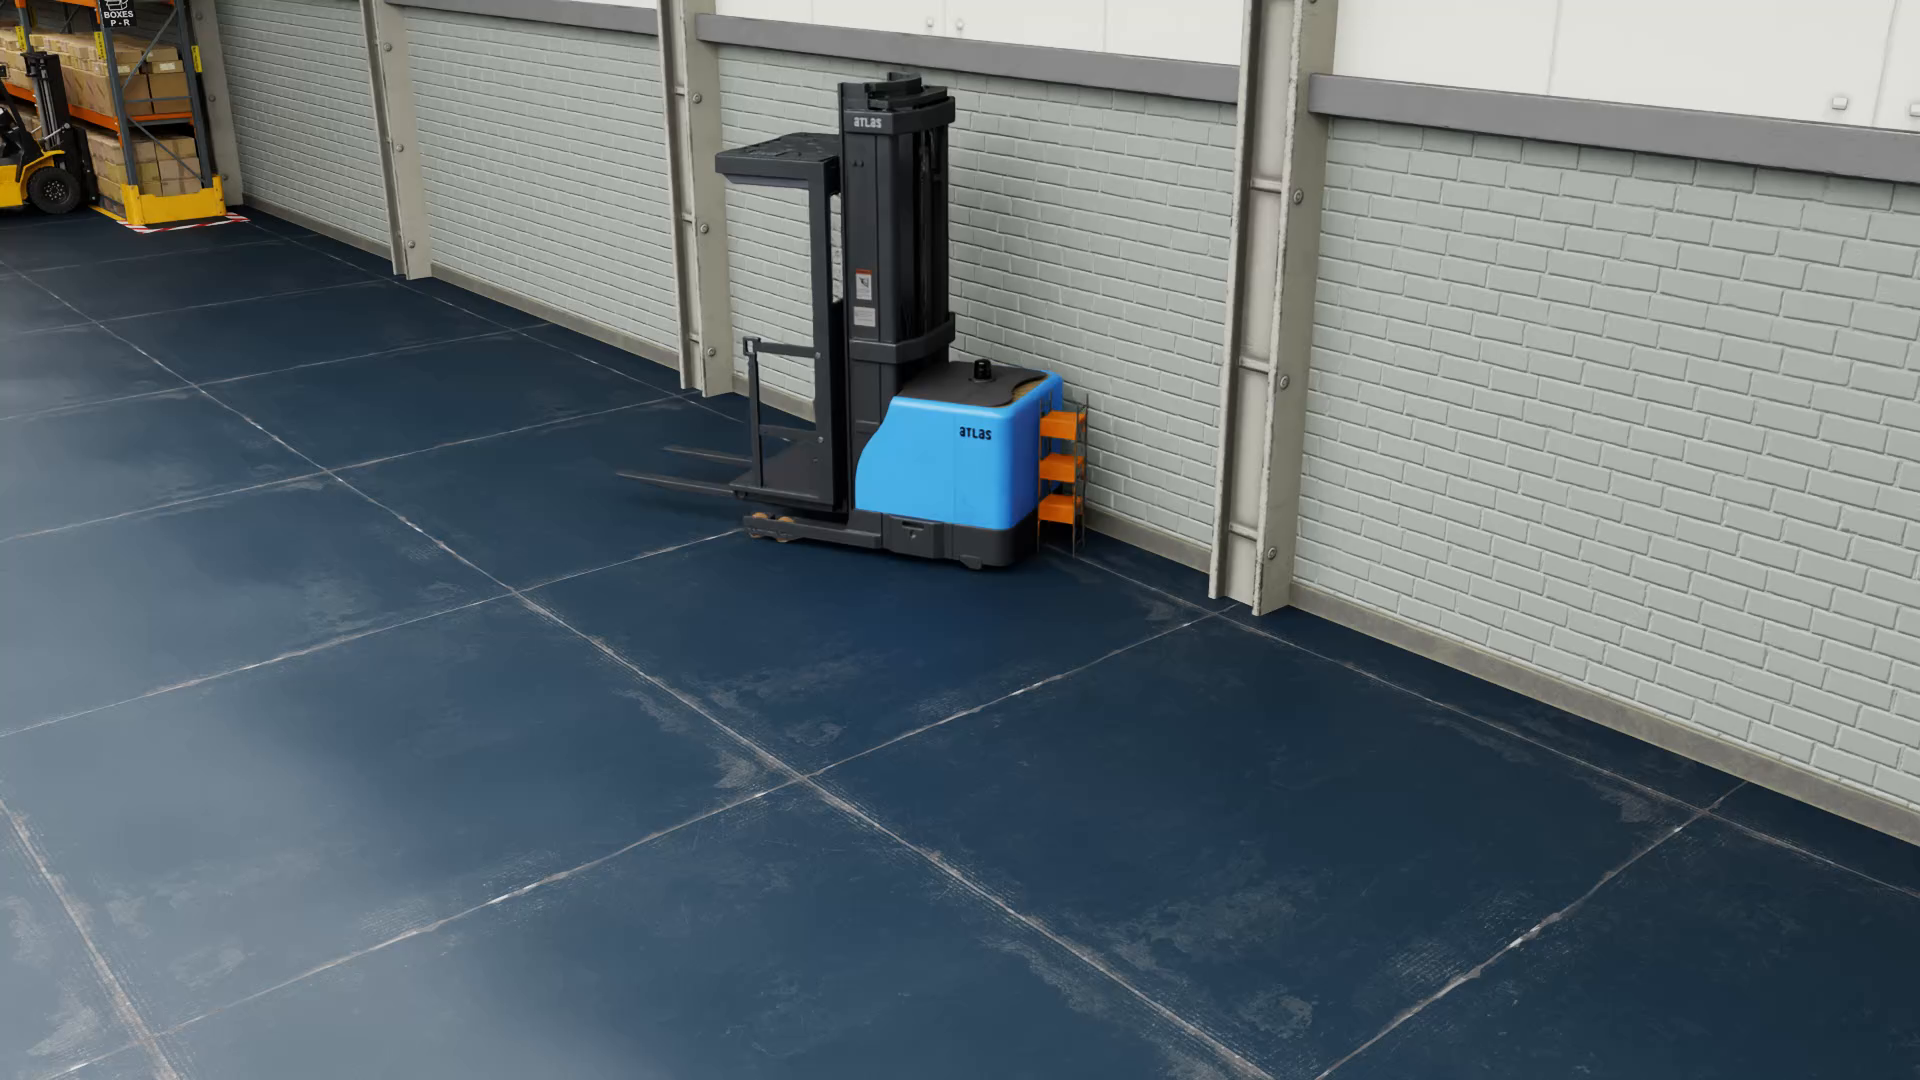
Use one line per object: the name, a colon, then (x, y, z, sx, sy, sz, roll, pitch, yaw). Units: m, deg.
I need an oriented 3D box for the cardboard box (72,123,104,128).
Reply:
cardboard box: (-12.099, -5.601, 22.996, 0.500, 0.250, 0.500, -16, 27, -36)

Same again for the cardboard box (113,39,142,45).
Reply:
cardboard box: (-11.271, -6.667, 22.459, 0.380, 0.149, 0.250, -17, 27, -37)

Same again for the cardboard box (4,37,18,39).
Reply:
cardboard box: (-13.925, -7.373, 24.669, 0.380, 0.149, 0.250, -18, 28, -39)

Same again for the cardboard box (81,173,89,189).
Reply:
cardboard box: (-11.765, -4.990, 22.807, 0.500, 0.250, 0.500, -16, 27, -36)

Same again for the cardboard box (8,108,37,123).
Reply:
cardboard box: (-14.179, -6.362, 25.795, 0.875, 0.625, 0.625, -19, 28, -40)

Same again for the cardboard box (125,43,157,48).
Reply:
cardboard box: (-10.762, -6.455, 21.917, 0.380, 0.149, 0.250, -17, 27, -37)

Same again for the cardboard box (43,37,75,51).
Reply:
cardboard box: (-12.351, -6.821, 22.852, 0.380, 0.149, 0.250, -17, 27, -36)

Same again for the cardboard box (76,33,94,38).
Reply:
cardboard box: (-12.267, -7.099, 23.562, 0.380, 0.149, 0.250, -18, 28, -39)

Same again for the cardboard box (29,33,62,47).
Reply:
cardboard box: (-12.853, -7.036, 23.400, 0.380, 0.149, 0.250, -17, 27, -36)

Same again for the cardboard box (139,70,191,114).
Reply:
cardboard box: (-10.339, -5.852, 21.675, 0.500, 0.500, 0.500, -16, 27, -36)

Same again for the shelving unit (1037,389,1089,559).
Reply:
shelving unit: (0.654, -0.418, 10.613, 0.252, 1.050, 0.215, 9, 23, 22)

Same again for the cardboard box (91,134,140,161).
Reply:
cardboard box: (-11.100, -5.176, 21.909, 0.500, 0.250, 0.500, -17, 27, -36)

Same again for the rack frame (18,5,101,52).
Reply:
rack frame: (-12.837, -6.707, 23.996, 1.000, 3.000, 0.127, -17, 27, -37)

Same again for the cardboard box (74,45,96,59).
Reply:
cardboard box: (-11.355, -6.397, 21.769, 0.380, 0.149, 0.250, -17, 27, -36)

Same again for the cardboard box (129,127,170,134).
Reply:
cardboard box: (-11.043, -5.439, 22.581, 0.500, 0.250, 0.500, -18, 27, -38)

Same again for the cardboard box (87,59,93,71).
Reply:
cardboard box: (-11.130, -6.201, 21.676, 0.380, 0.149, 0.250, -18, 27, -38)

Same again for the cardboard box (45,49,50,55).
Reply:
cardboard box: (-12.362, -6.683, 22.907, 0.380, 0.149, 0.250, -17, 27, -36)

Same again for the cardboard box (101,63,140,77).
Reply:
cardboard box: (-10.664, -5.980, 21.112, 0.380, 0.149, 0.250, -17, 27, -37)

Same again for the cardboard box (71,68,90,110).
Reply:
cardboard box: (-11.412, -6.009, 22.077, 0.500, 0.500, 0.500, -18, 28, -38)

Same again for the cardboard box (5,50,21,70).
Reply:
cardboard box: (-13.692, -7.086, 24.482, 0.500, 0.250, 0.500, -18, 28, -39)

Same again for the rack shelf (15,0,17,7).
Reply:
rack shelf: (-14.142, -8.322, 24.991, 1.077, 0.370, 4.000, -17, 27, -37)

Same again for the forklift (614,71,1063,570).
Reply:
forklift: (-0.882, -1.513, 10.828, 3.031, 2.935, 1.130, 9, 23, 22)

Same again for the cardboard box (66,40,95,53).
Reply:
cardboard box: (-11.776, -6.634, 22.375, 0.380, 0.149, 0.250, -17, 27, -37)

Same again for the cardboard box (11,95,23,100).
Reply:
cardboard box: (-15.552, -7.365, 27.636, 0.380, 0.149, 0.250, -16, 26, -35)

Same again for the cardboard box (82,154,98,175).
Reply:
cardboard box: (-11.452, -5.089, 22.373, 0.500, 0.250, 0.500, -18, 28, -39)

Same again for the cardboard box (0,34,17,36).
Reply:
cardboard box: (-14.369, -7.600, 25.249, 0.380, 0.149, 0.250, -17, 27, -37)

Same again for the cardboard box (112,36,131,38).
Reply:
cardboard box: (-11.719, -6.898, 23.049, 0.380, 0.149, 0.250, -18, 28, -38)

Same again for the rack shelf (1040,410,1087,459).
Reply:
rack shelf: (0.654, -0.673, 10.513, 0.240, 0.259, 0.215, 9, 23, 22)

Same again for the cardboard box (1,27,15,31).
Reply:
cardboard box: (-15.082, -8.119, 26.575, 0.380, 0.149, 0.250, -16, 27, -36)

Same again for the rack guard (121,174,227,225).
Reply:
rack guard: (-10.210, -4.432, 21.614, 1.175, 0.500, 0.348, -17, 27, -37)

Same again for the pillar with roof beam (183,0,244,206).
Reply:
pillar with roof beam: (-13.259, -7.778, 18.503, 9.100, 9.000, 0.400, -17, 27, -37)

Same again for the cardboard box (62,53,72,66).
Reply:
cardboard box: (-11.834, -6.473, 22.372, 0.380, 0.149, 0.250, -18, 28, -38)

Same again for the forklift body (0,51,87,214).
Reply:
forklift body: (-12.845, -5.297, 21.558, 2.313, 2.155, 1.214, -17, 27, -37)

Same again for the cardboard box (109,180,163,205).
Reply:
cardboard box: (-10.772, -4.572, 21.739, 0.500, 0.250, 0.500, -17, 27, -37)

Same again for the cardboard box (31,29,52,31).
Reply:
cardboard box: (-14.491, -7.936, 26.108, 0.380, 0.149, 0.250, -18, 28, -38)

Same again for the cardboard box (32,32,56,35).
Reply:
cardboard box: (-14.065, -7.700, 25.504, 0.380, 0.149, 0.250, -16, 27, -36)

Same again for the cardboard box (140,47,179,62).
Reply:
cardboard box: (-10.283, -6.233, 21.351, 0.380, 0.149, 0.250, -18, 28, -38)

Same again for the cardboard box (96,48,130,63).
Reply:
cardboard box: (-10.804, -6.199, 21.263, 0.380, 0.149, 0.250, -17, 27, -37)

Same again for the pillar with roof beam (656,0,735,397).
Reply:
pillar with roof beam: (-5.426, -4.462, 10.038, 9.100, 9.000, 0.400, -17, 27, -37)

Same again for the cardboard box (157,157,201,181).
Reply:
cardboard box: (-10.375, -4.930, 21.966, 0.500, 0.250, 0.500, -17, 27, -36)

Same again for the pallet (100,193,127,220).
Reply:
pallet: (-10.756, -4.505, 22.197, 1.003, 0.211, 1.213, -17, 27, -37)

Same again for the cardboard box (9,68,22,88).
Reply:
cardboard box: (-13.696, -6.852, 24.571, 0.500, 0.250, 0.500, -18, 27, -38)

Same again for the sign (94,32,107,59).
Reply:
sign: (-10.646, -6.126, 20.600, 0.100, 0.325, 0.005, -17, 27, -37)
